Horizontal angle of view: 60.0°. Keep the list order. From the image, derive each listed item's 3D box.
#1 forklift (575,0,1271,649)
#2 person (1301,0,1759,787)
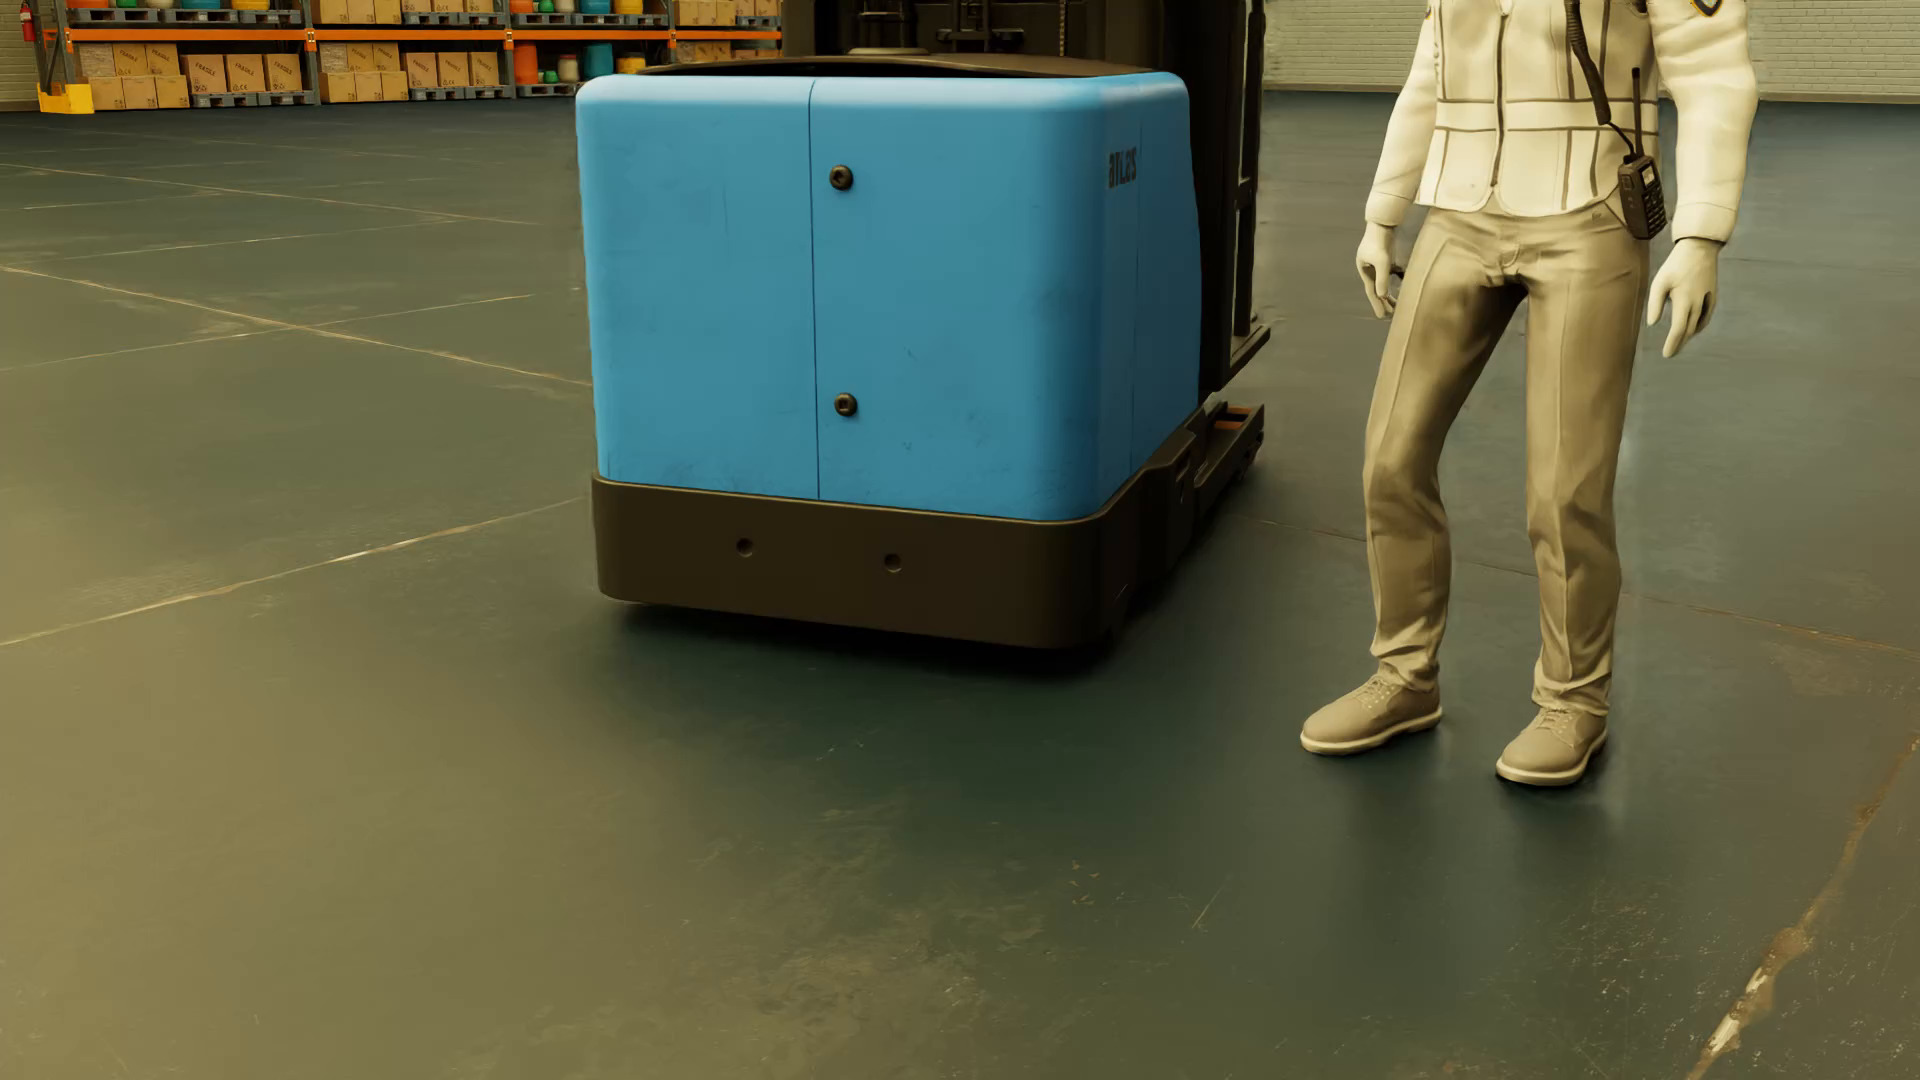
[{"bbox_3d":[0.218,-1.591,4.136,1.130,2.935,3.031,6,18,18],"label":"forklift"},{"bbox_3d":[0.859,-0.447,2.565,0.456,1.666,0.653,-15,22,-41],"label":"person"}]
